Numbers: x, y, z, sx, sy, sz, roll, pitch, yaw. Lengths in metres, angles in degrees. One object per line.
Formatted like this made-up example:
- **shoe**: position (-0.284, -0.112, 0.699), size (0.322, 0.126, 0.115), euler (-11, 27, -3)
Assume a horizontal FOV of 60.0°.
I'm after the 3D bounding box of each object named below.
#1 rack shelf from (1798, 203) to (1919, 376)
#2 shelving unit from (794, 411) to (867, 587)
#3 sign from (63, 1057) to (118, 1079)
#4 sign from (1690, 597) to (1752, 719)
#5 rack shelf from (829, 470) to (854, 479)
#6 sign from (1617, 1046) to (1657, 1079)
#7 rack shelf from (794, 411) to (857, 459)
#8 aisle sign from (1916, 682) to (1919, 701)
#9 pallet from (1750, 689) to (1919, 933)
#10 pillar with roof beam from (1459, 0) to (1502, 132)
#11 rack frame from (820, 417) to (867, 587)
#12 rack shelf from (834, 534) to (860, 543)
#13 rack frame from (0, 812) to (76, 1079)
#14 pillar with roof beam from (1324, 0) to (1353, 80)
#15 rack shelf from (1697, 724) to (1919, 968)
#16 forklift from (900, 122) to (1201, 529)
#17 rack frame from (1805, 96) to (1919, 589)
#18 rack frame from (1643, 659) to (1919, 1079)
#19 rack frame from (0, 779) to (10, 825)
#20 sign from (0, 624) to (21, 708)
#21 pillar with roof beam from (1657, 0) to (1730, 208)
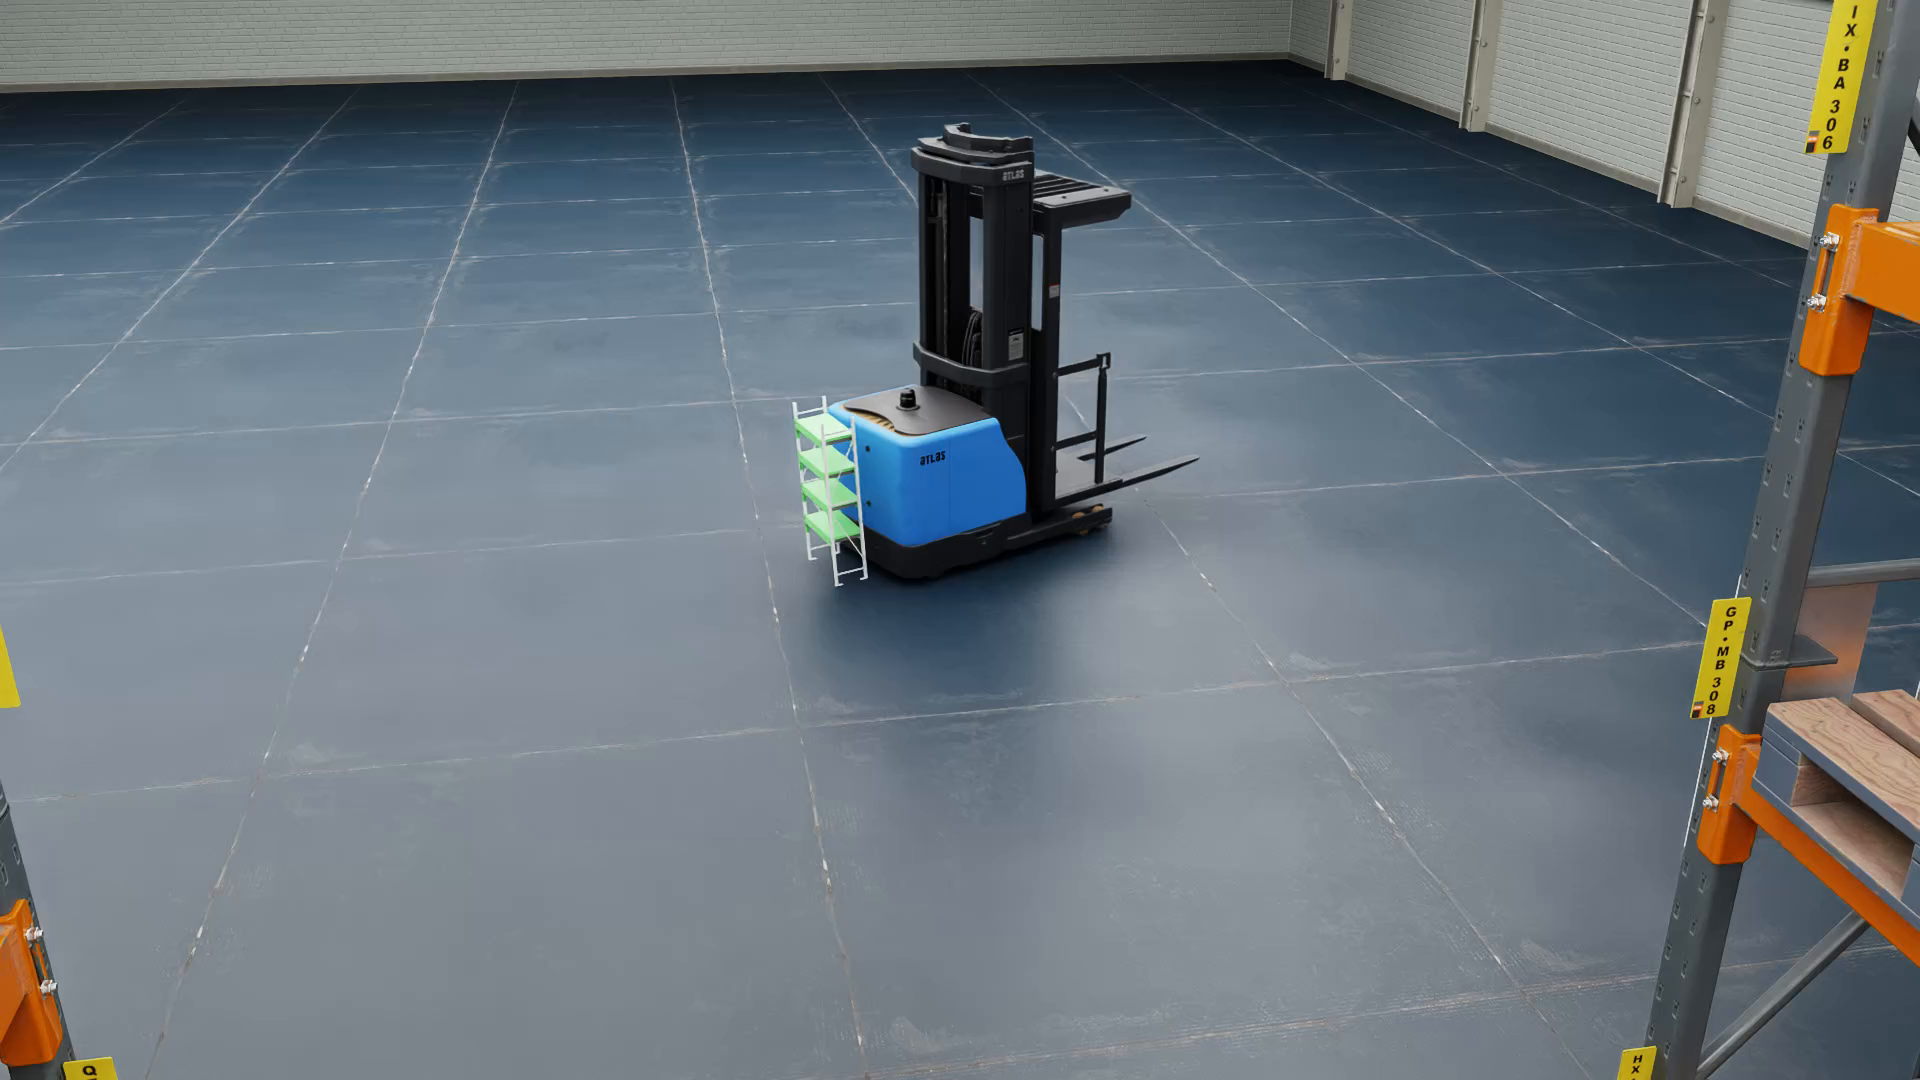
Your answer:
- **rack shelf**: position (2.776, 0.182, 1.990), size (1.077, 0.370, 4.000), euler (-4, 24, -10)
- **shelving unit**: position (-0.894, -0.335, 11.500), size (0.258, 1.200, 0.492), euler (-15, 27, -23)
- **sign**: position (-1.913, 1.289, 3.709), size (0.100, 0.325, 0.005), euler (-4, 24, -10)
- **sign**: position (1.864, 0.291, 4.076), size (0.100, 0.325, 0.005), euler (-4, 24, -10)
- **rack shelf**: position (-0.907, -0.522, 11.418), size (0.199, 0.029, 0.442), euler (-15, 27, -23)
- **sign**: position (1.864, 1.543, 4.623), size (0.100, 0.325, 0.005), euler (-4, 24, -10)
- **rack shelf**: position (-0.918, -0.714, 11.329), size (0.258, 0.148, 0.480), euler (-15, 27, -23)
- **aisle sign**: position (2.684, 0.390, 4.362), size (0.394, 0.787, 0.004), euler (-4, 24, -10)
- **pallet**: position (2.463, 0.676, 3.443), size (1.003, 0.211, 1.213), euler (-4, 24, -10)
- **pillar with roof beam**: position (4.453, -10.761, 25.647), size (9.100, 9.000, 0.400), euler (-4, 24, -10)
- **rack frame**: position (-0.786, -0.250, 11.305), size (0.240, 1.200, 0.015), euler (-15, 27, -23)
- **rack shelf**: position (-0.882, -0.088, 11.621), size (0.199, 0.029, 0.442), euler (-15, 27, -23)
- **rack frame**: position (-2.462, 1.998, 3.928), size (1.000, 3.000, 0.127), euler (-4, 24, -10)
- **pillar with roof beam**: position (3.343, -13.121, 31.050), size (9.100, 9.000, 0.400), euler (-4, 24, -10)
- **rack shelf**: position (2.776, 1.373, 2.510), size (1.077, 0.370, 4.000), euler (-4, 24, -10)
- **forklift**: position (0.518, -1.529, 12.089), size (3.031, 2.935, 1.121), euler (-17, 29, -34)
- **rack frame**: position (2.403, -1.118, 3.566), size (0.949, 2.616, 0.053), euler (-4, 24, -10)
- **rack frame**: position (2.406, 1.631, 4.767), size (1.000, 3.000, 0.127), euler (-4, 24, -10)
- **rack frame**: position (-2.462, -0.752, 2.727), size (1.000, 3.000, 0.127), euler (-4, 24, -10)
- **sign**: position (-1.913, 0.184, 3.227), size (0.100, 0.325, 0.005), euler (-4, 24, -10)
- **pillar with roof beam**: position (5.562, -8.401, 20.243), size (9.100, 9.000, 0.400), euler (-4, 24, -10)
